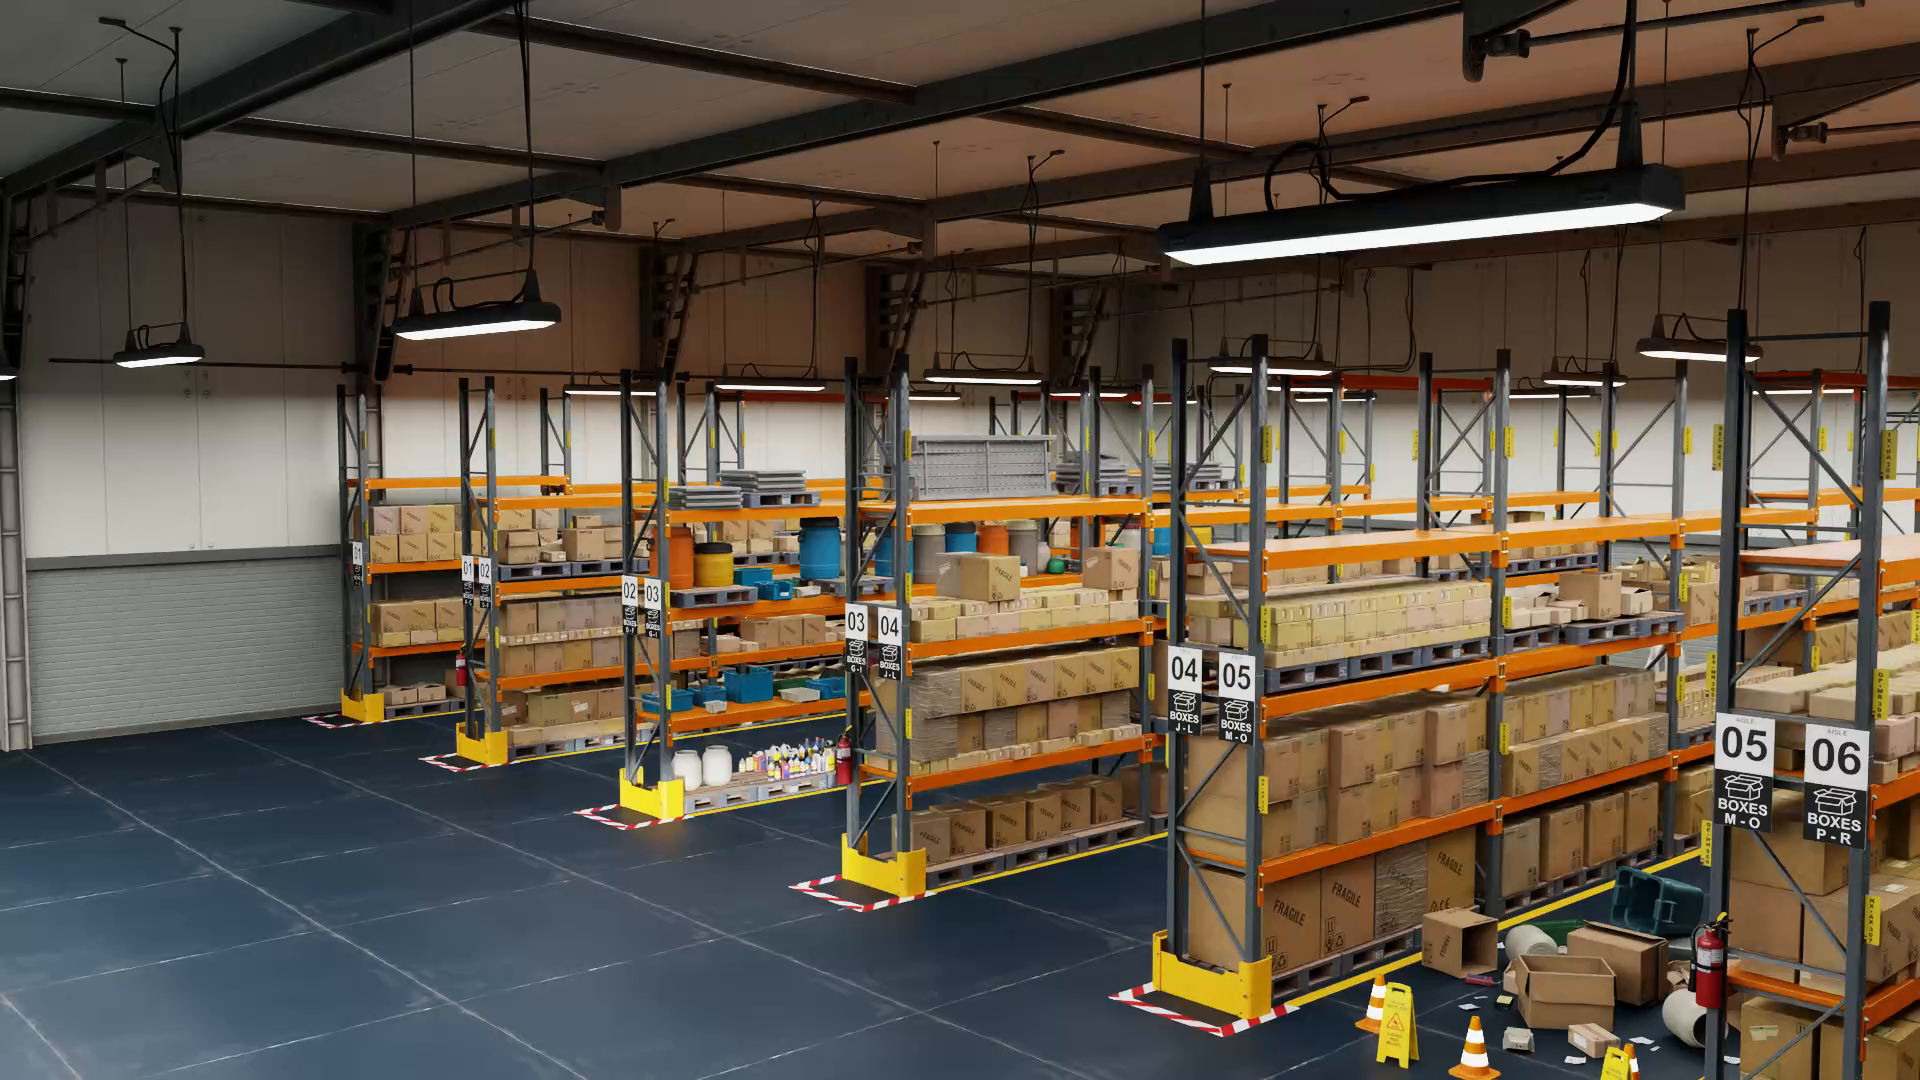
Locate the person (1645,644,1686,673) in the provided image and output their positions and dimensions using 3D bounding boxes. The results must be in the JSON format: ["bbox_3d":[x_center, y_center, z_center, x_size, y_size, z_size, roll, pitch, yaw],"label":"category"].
[{"bbox_3d":[12.364,2.397,29.080,0.717,1.718,0.824,-3,5,-41],"label":"person"}]

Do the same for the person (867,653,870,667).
[{"bbox_3d":[-2.135,2.003,34.808,0.686,1.788,0.716,2,4,33],"label":"person"}]

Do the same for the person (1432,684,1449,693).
[{"bbox_3d":[7.105,2.805,23.779,0.933,1.603,0.676,-2,4,-33],"label":"person"}]

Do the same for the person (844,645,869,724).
[{"bbox_3d":[-1.849,2.393,28.874,0.812,1.722,0.714,-4,5,-45],"label":"person"}]
